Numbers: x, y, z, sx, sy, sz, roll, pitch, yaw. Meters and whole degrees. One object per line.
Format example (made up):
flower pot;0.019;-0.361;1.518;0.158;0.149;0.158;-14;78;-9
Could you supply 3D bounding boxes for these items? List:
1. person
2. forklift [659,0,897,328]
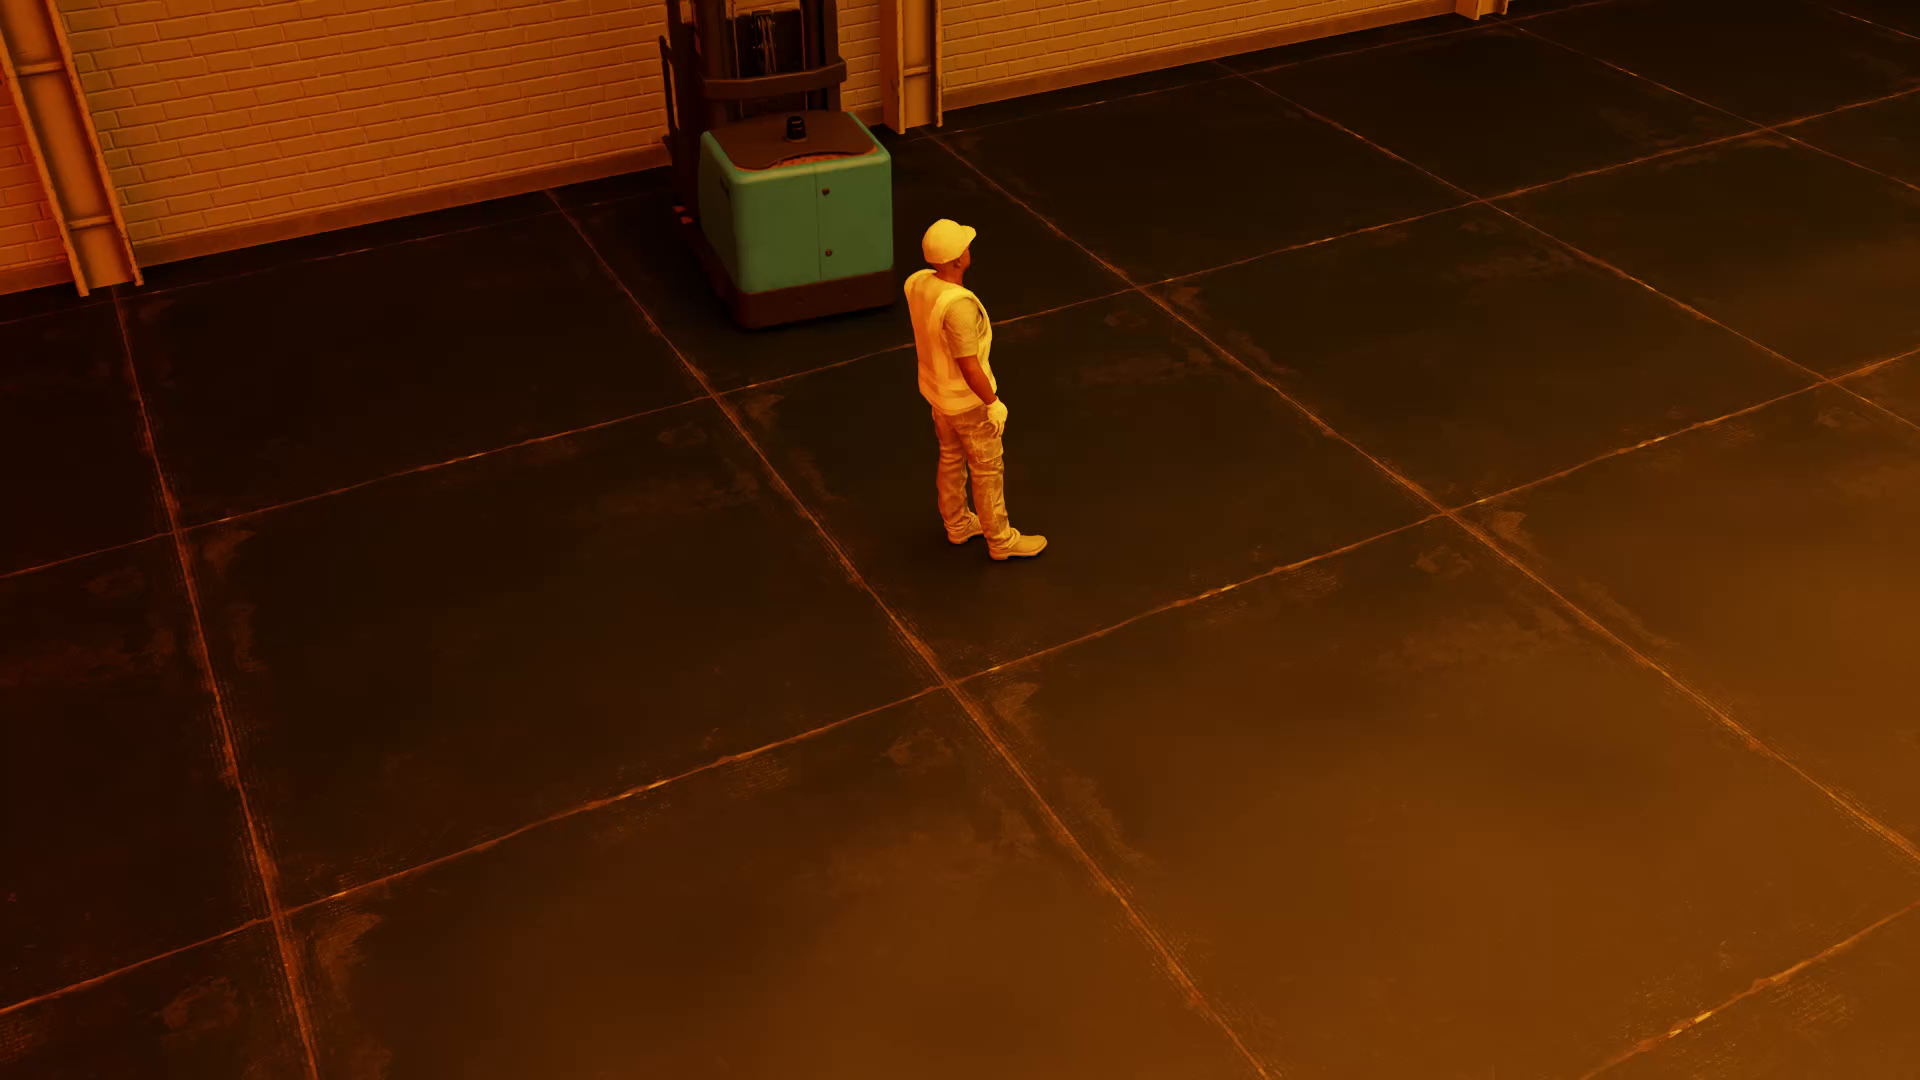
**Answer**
person;0.068;-0.749;8.166;0.575;1.784;0.656;-17;39;-23
forklift;-1.411;-3.371;10.892;1.130;2.935;3.031;-13;37;-17
